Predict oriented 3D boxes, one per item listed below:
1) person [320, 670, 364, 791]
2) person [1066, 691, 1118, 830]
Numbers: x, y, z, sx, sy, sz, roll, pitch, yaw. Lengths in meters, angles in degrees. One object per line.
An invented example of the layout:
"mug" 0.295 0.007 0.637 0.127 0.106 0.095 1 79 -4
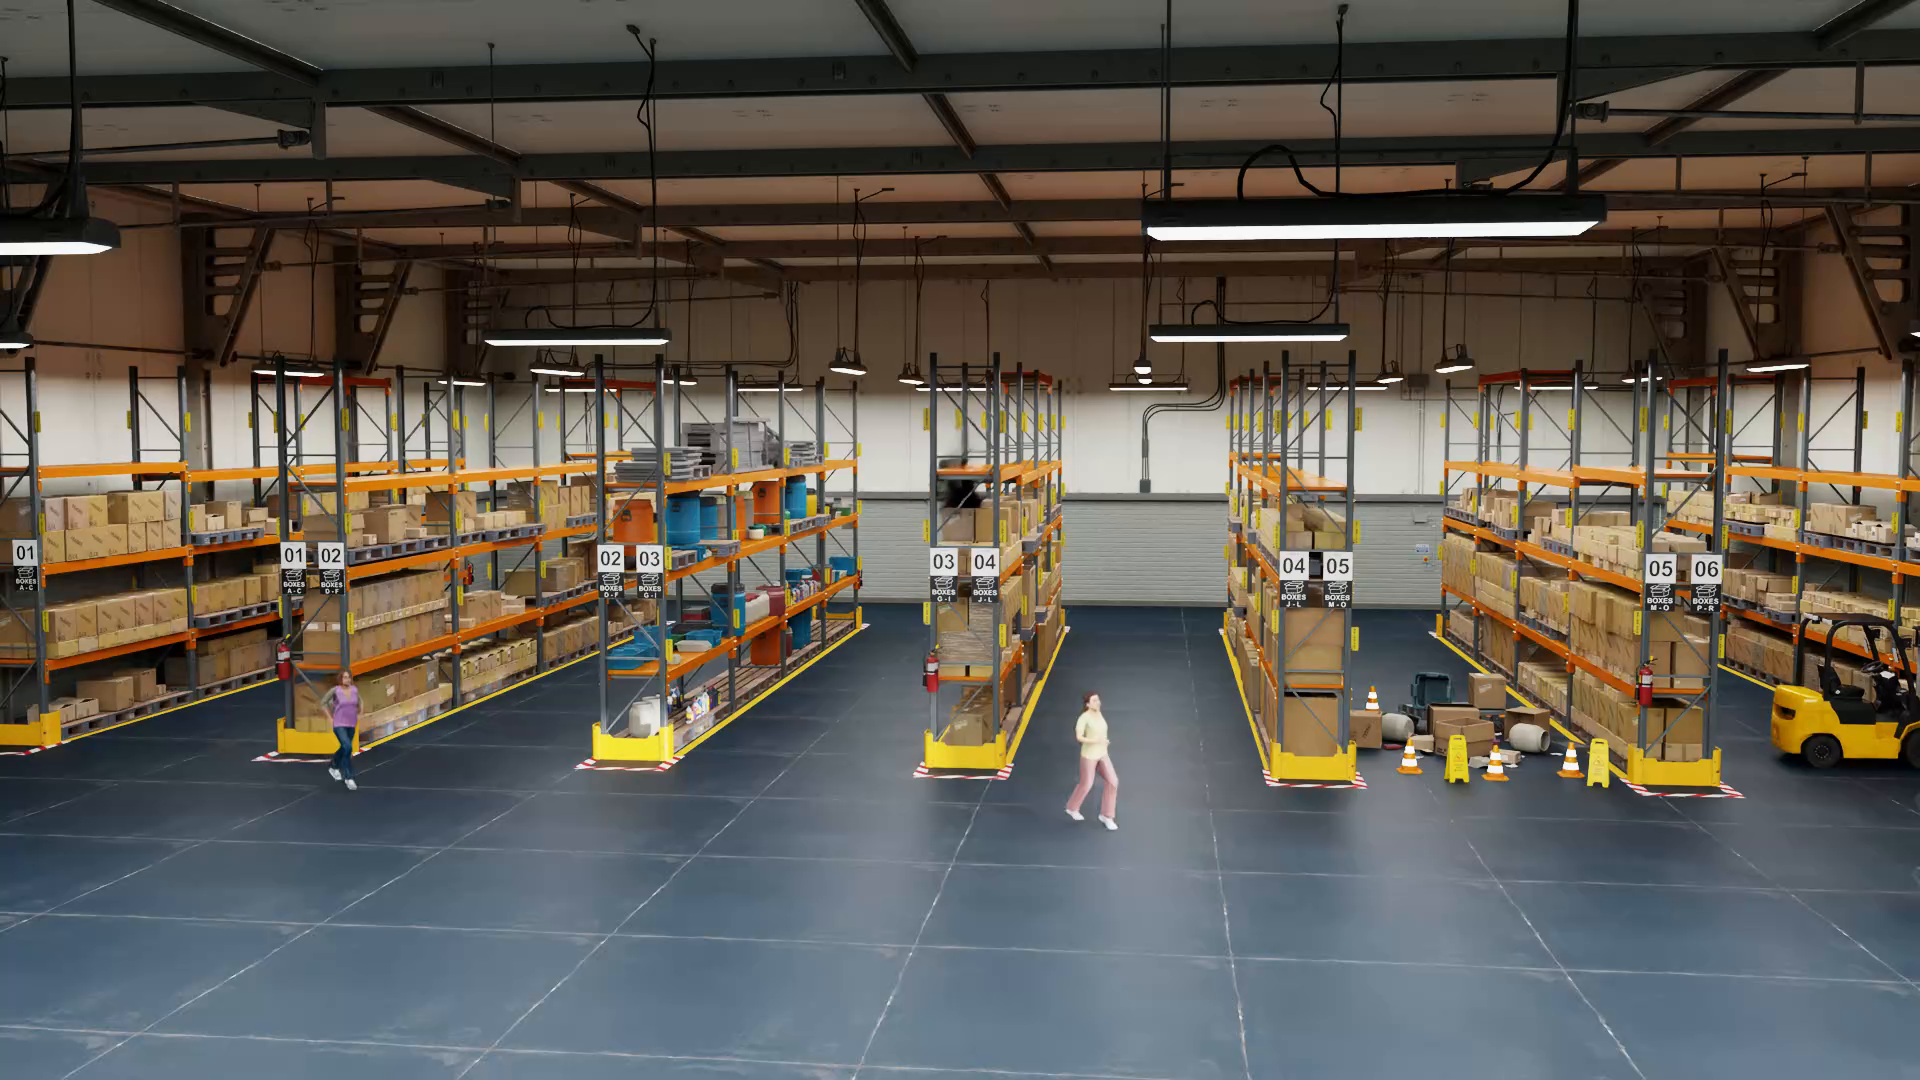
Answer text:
"person" -8.460 2.573 22.843 0.780 1.619 0.528 3 5 37
"person" 1.627 2.720 20.620 0.580 1.714 0.773 -3 5 -40
